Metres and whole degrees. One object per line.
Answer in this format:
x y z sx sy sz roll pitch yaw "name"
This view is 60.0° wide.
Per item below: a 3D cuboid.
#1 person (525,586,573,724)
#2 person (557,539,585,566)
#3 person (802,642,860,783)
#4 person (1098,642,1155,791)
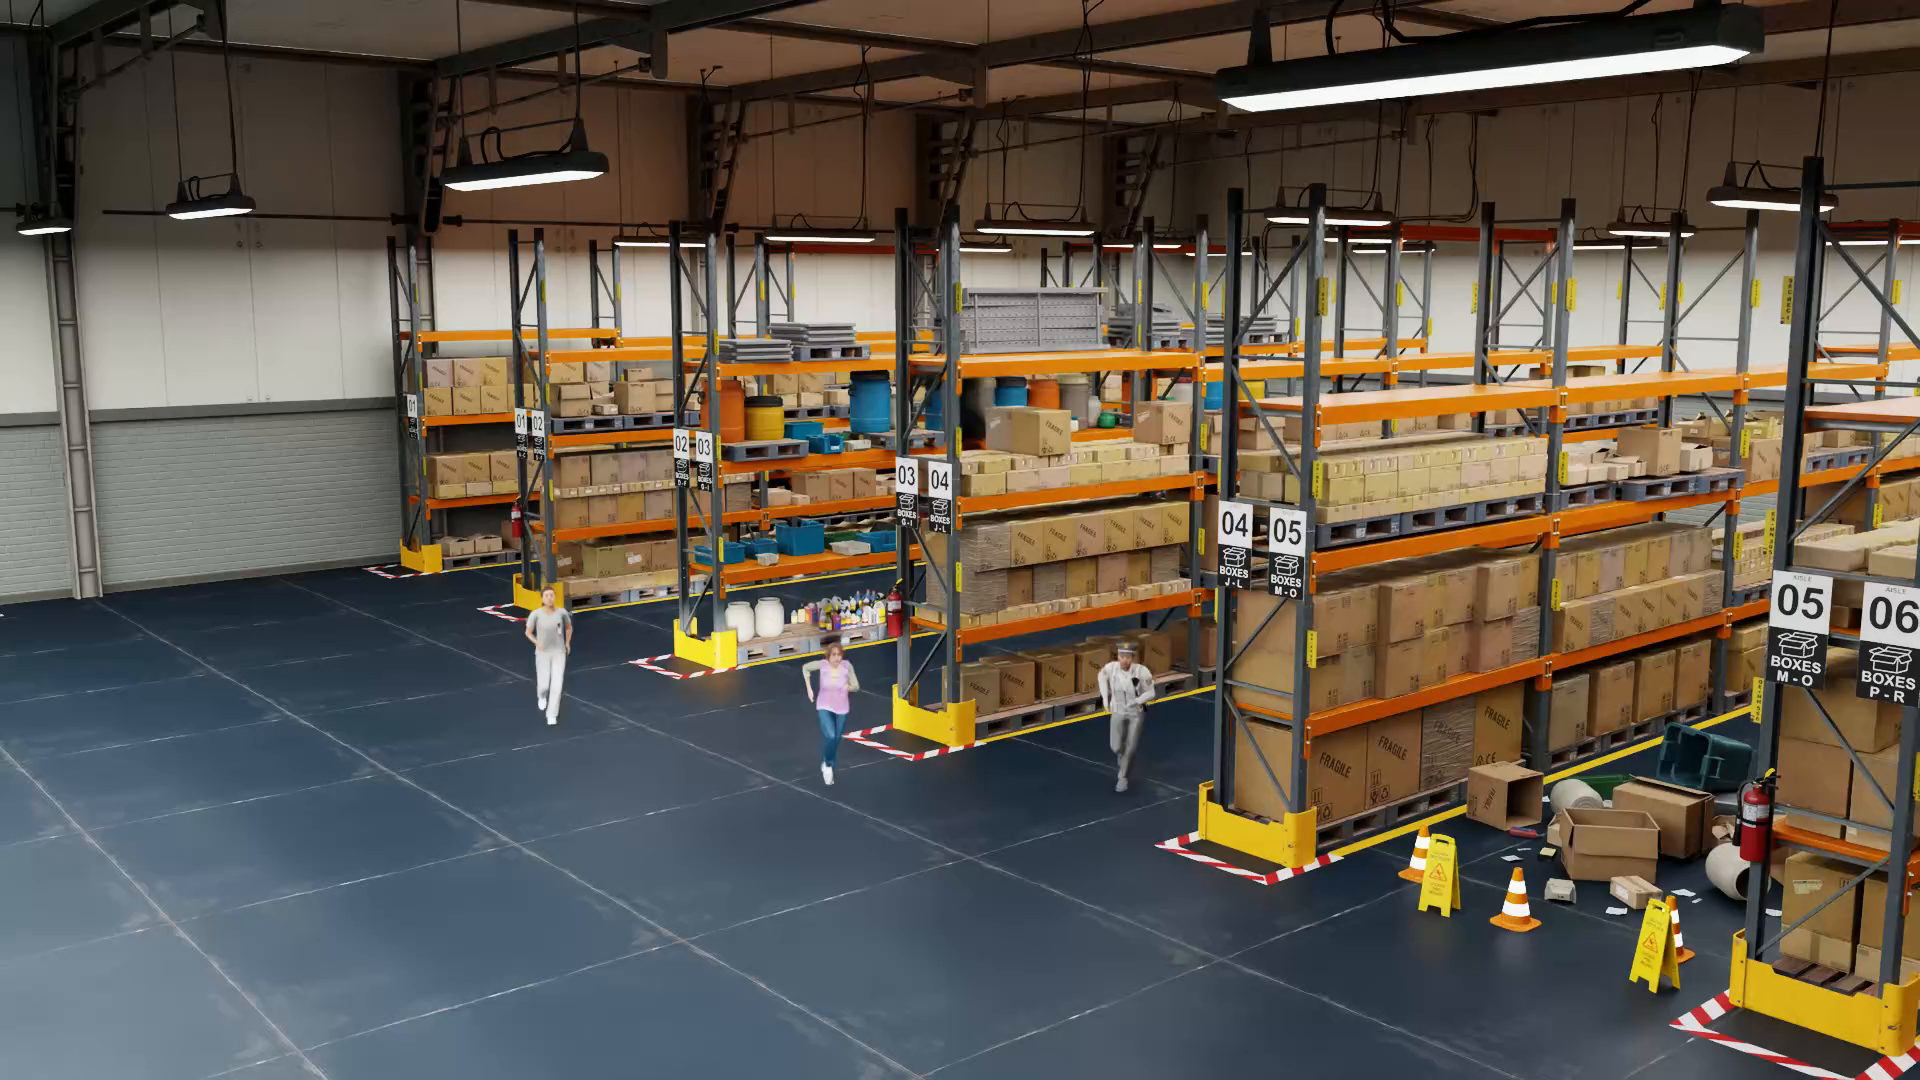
-4.860 1.341 19.735 0.557 1.625 0.636 -4 9 -22 "person"
-6.676 -0.031 28.568 0.591 1.786 0.889 8 12 41 "person"
-1.327 1.767 17.158 0.526 1.521 0.829 -3 9 -18 "person"
1.687 1.791 16.971 0.604 1.613 0.668 2 9 10 "person"
